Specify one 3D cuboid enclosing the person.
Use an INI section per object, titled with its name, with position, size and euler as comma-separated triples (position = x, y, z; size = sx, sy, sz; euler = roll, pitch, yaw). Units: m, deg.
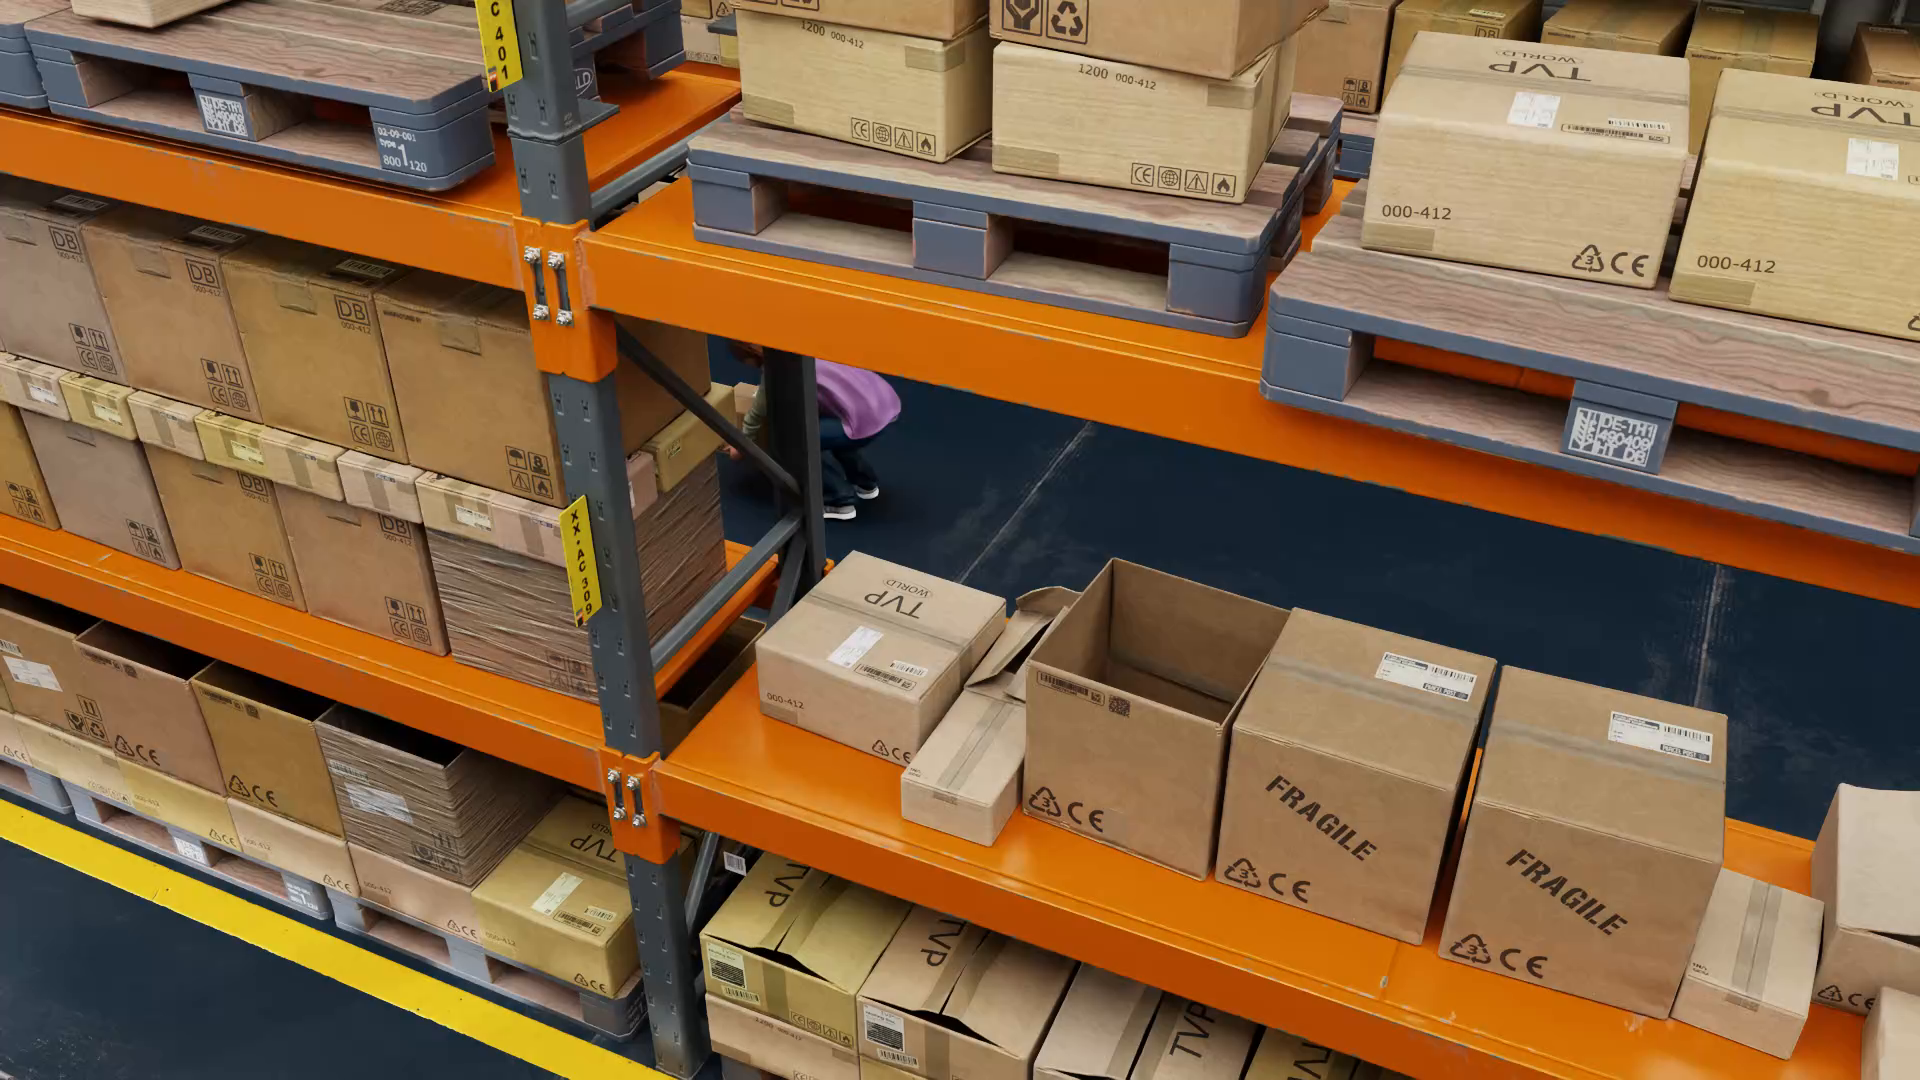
[person]
position = -0.678, -0.568, 7.619
size = 0.838, 0.895, 0.423
euler = 14, 36, 19
